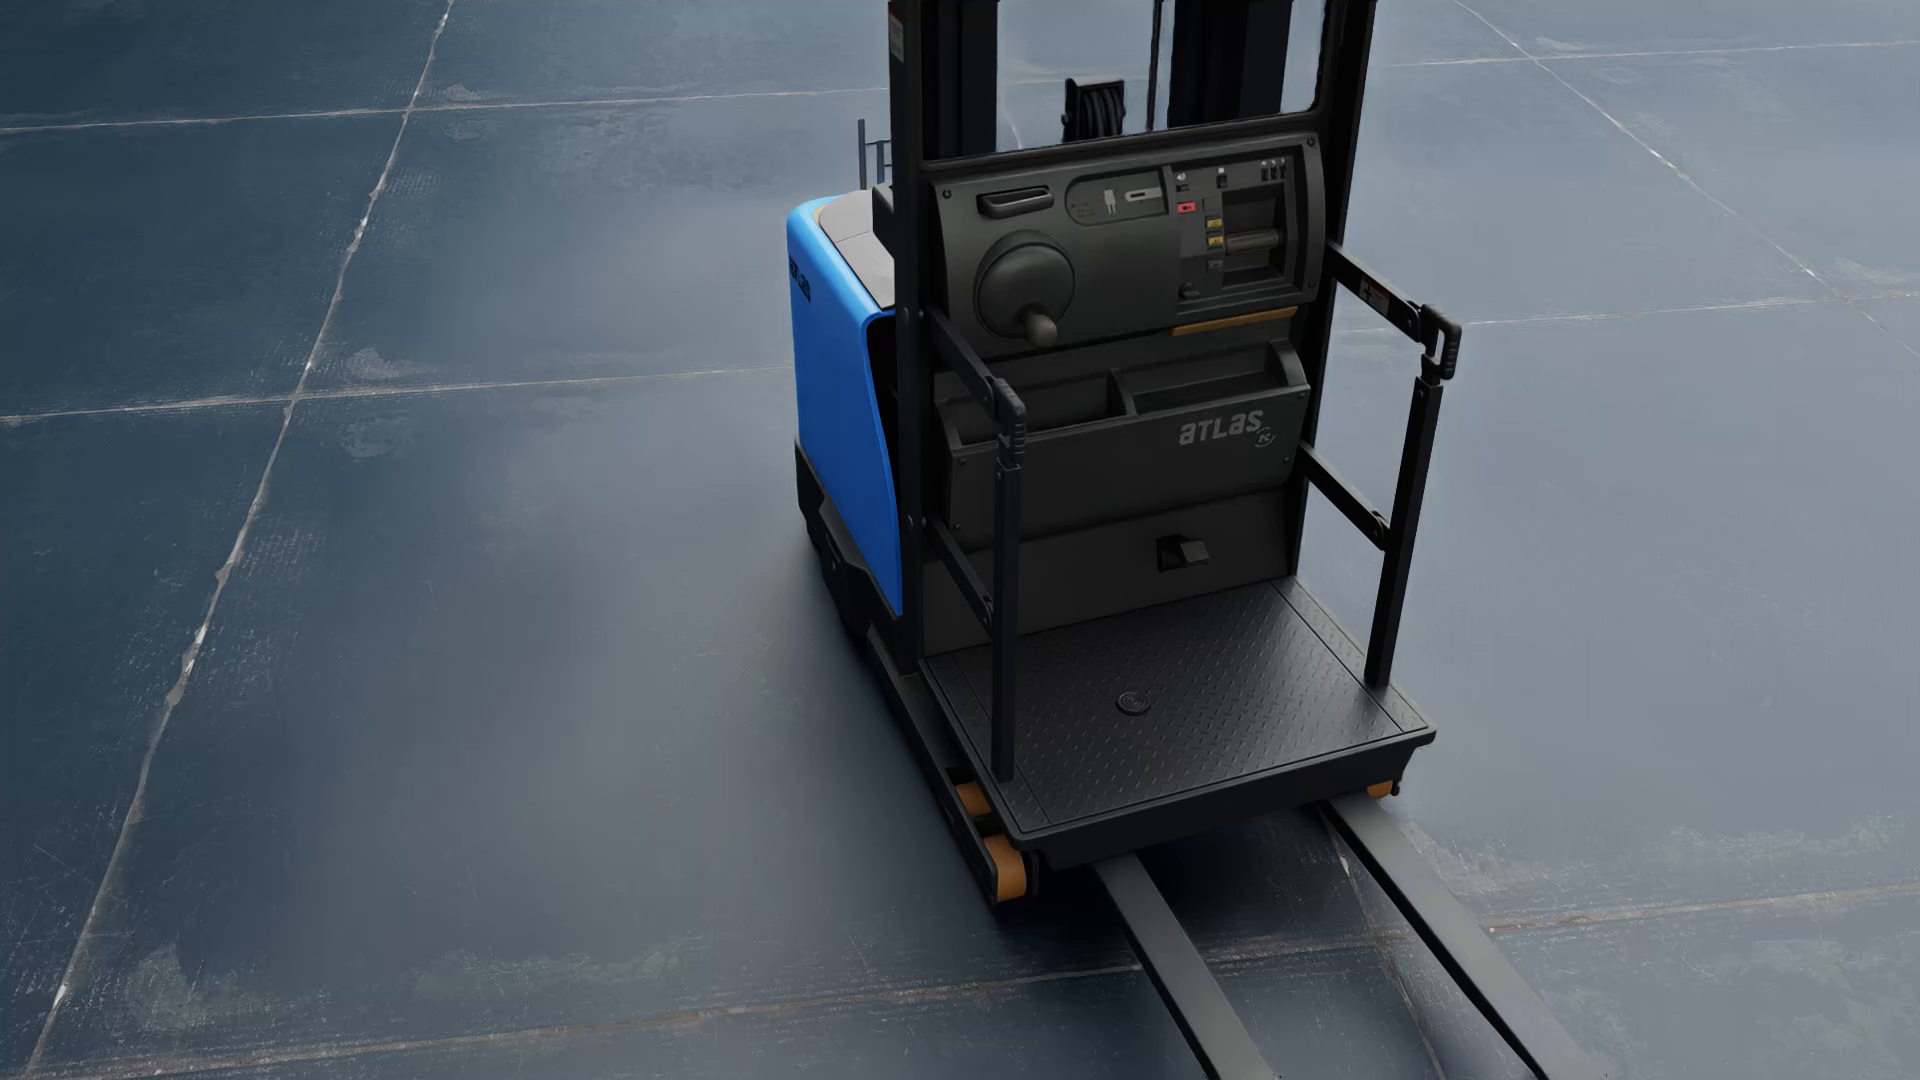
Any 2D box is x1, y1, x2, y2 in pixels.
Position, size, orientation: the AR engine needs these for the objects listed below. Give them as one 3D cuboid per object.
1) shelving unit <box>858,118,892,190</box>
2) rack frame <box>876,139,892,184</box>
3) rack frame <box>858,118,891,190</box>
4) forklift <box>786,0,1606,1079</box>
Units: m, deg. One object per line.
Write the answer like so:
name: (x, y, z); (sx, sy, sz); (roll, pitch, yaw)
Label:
shelving unit: (-0.160, -0.734, 5.261); (0.258, 1.200, 0.189); (-12, 36, -17)
rack frame: (-0.129, -0.685, 5.190); (0.240, 1.200, 0.006); (-12, 36, -17)
rack frame: (-0.192, -0.782, 5.332); (0.240, 1.200, 0.006); (-12, 36, -17)
forklift: (0.469, -0.610, 3.543); (1.130, 2.935, 3.031); (-12, 36, -17)
